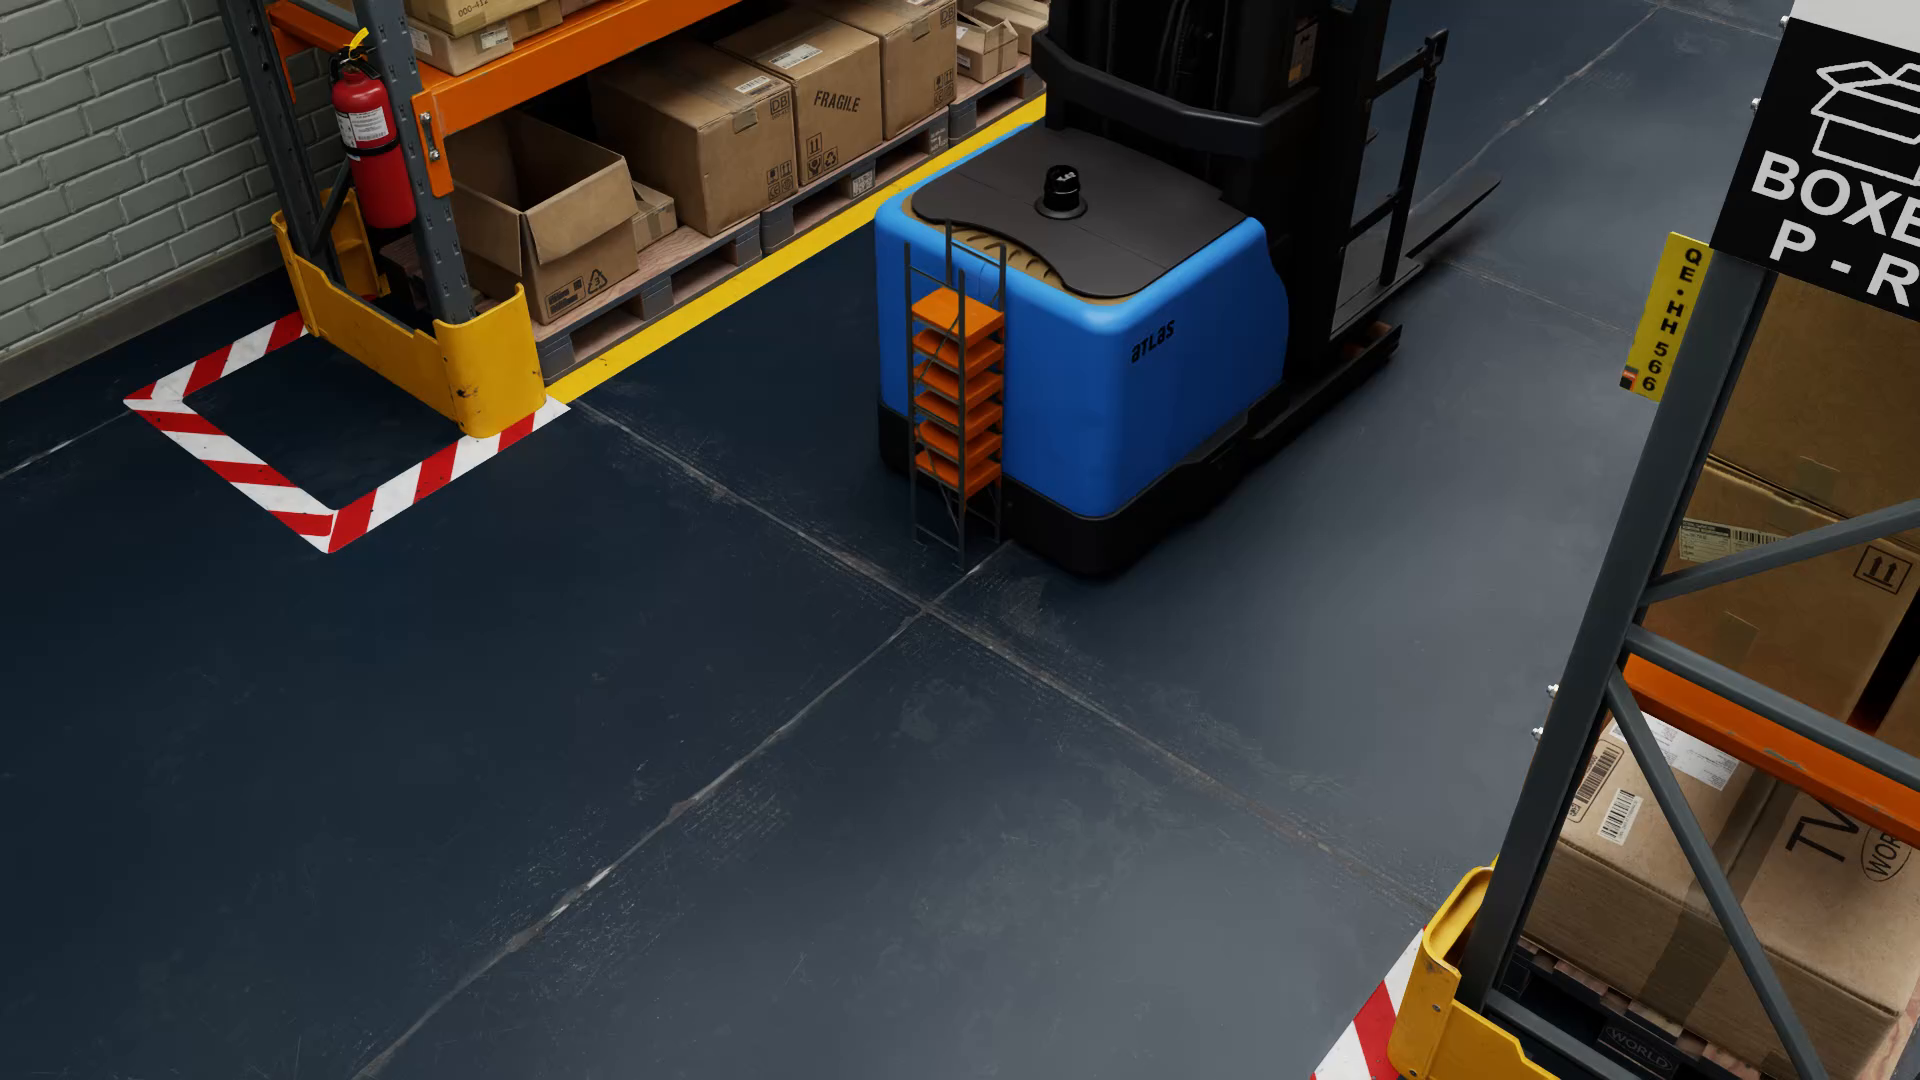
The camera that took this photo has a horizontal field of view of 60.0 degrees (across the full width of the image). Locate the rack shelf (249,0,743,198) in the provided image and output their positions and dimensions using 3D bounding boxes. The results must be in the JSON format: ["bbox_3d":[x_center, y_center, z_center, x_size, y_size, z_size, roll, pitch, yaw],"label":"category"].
[{"bbox_3d":[-0.867,-2.533,6.841,1.077,0.370,4.000,29,50,28],"label":"rack shelf"}]

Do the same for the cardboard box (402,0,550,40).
[{"bbox_3d":[-1.656,-1.941,5.545,0.500,0.250,0.500,30,50,29],"label":"cardboard box"}]

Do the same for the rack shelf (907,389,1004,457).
[{"bbox_3d":[-0.015,-0.403,5.367,0.258,0.103,0.180,31,51,30],"label":"rack shelf"}]

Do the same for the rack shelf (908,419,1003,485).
[{"bbox_3d":[-0.015,-0.314,5.448,0.258,0.103,0.180,31,51,30],"label":"rack shelf"}]

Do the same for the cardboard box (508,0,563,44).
[{"bbox_3d":[-1.604,-1.878,5.772,0.380,0.149,0.250,31,51,29],"label":"cardboard box"}]

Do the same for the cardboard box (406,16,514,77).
[{"bbox_3d":[-1.732,-1.727,5.606,0.380,0.149,0.250,29,50,28],"label":"cardboard box"}]

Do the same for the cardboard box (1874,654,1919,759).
[{"bbox_3d":[2.176,0.218,3.206,0.500,0.500,0.500,29,50,28],"label":"cardboard box"}]

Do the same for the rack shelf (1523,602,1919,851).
[{"bbox_3d":[2.935,-0.386,4.479,1.077,0.370,4.000,29,50,28],"label":"rack shelf"}]

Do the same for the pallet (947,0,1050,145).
[{"bbox_3d":[-0.022,-2.444,8.281,1.003,0.211,1.213,29,50,28],"label":"pallet"}]

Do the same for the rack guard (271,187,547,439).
[{"bbox_3d":[-2.105,-0.884,6.350,1.175,0.500,0.348,29,50,28],"label":"rack guard"}]

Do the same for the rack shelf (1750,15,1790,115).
[{"bbox_3d":[2.935,-1.496,3.470,1.077,0.370,4.000,29,50,28],"label":"rack shelf"}]

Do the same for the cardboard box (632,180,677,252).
[{"bbox_3d":[-1.385,-1.346,6.807,0.380,0.149,0.250,28,49,27],"label":"cardboard box"}]

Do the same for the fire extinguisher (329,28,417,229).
[{"bbox_3d":[-1.895,-1.327,5.314,0.296,0.674,0.183,29,50,28],"label":"fire extinguisher"}]

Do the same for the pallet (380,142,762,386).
[{"bbox_3d":[-1.593,-1.187,6.899,1.003,0.211,1.213,29,50,28],"label":"pallet"}]

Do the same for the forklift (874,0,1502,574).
[{"bbox_3d":[1.068,-1.880,5.639,1.130,2.935,3.031,31,51,30],"label":"forklift"}]

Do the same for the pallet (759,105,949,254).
[{"bbox_3d":[-0.807,-1.813,7.587,1.003,0.211,1.213,29,50,28],"label":"pallet"}]

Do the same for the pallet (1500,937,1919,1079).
[{"bbox_3d":[2.102,0.964,4.533,1.003,0.211,1.213,29,50,28],"label":"pallet"}]

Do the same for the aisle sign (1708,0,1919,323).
[{"bbox_3d":[1.364,-0.681,2.337,0.394,0.787,0.004,29,50,28],"label":"aisle sign"}]

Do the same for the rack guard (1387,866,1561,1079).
[{"bbox_3d":[1.632,1.315,3.932,1.175,0.500,0.348,29,50,28],"label":"rack guard"}]

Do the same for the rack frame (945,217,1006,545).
[{"bbox_3d":[0.047,-0.482,5.388,0.240,1.200,0.006,31,51,30],"label":"rack frame"}]

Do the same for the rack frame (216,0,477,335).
[{"bbox_3d":[-2.154,-1.769,5.466,1.000,3.000,0.127,29,50,28],"label":"rack frame"}]

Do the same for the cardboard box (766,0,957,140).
[{"bbox_3d":[-0.440,-2.232,7.520,0.700,0.500,0.500,28,49,27],"label":"cardboard box"}]

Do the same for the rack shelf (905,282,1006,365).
[{"bbox_3d":[-0.015,-0.669,5.125,0.258,0.103,0.180,31,51,30],"label":"rack shelf"}]

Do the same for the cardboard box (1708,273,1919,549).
[{"bbox_3d":[1.776,-0.380,3.121,0.500,0.500,0.500,31,51,30],"label":"cardboard box"}]

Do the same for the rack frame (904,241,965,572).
[{"bbox_3d":[-0.076,-0.390,5.287,0.240,1.200,0.006,31,51,30],"label":"rack frame"}]

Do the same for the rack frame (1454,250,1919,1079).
[{"bbox_3d":[1.648,0.378,3.105,1.000,3.000,0.127,29,50,28],"label":"rack frame"}]

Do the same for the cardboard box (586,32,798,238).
[{"bbox_3d":[-1.108,-1.697,6.933,0.700,0.500,0.500,32,51,30],"label":"cardboard box"}]

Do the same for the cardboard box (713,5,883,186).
[{"bbox_3d":[-0.691,-1.926,7.184,0.500,0.500,0.500,30,50,29],"label":"cardboard box"}]

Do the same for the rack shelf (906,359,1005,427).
[{"bbox_3d":[-0.015,-0.492,5.287,0.258,0.103,0.180,31,51,30],"label":"rack shelf"}]

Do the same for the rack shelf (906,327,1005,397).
[{"bbox_3d":[-0.015,-0.581,5.206,0.258,0.103,0.180,31,51,30],"label":"rack shelf"}]

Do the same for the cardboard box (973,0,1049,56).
[{"bbox_3d":[0.287,-2.515,8.094,0.380,0.149,0.250,28,49,27],"label":"cardboard box"}]

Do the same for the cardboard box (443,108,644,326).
[{"bbox_3d":[-1.688,-1.275,6.466,0.797,0.503,0.637,28,49,27],"label":"cardboard box"}]

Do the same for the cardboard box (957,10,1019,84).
[{"bbox_3d":[0.057,-2.375,7.852,0.396,0.266,0.258,31,51,30],"label":"cardboard box"}]

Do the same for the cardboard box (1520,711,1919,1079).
[{"bbox_3d":[1.996,0.787,4.247,0.875,0.438,0.875,28,49,27],"label":"cardboard box"}]

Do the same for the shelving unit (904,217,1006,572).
[{"bbox_3d":[-0.015,-0.436,5.338,0.258,1.200,0.189,31,51,30],"label":"shelving unit"}]

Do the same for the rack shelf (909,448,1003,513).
[{"bbox_3d":[-0.015,-0.225,5.529,0.258,0.103,0.180,31,51,30],"label":"rack shelf"}]

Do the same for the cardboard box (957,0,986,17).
[{"bbox_3d":[-0.186,-2.752,8.233,0.500,0.311,0.500,31,51,30],"label":"cardboard box"}]

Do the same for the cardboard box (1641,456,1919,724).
[{"bbox_3d":[1.755,-0.022,3.470,0.500,0.500,0.500,30,50,29],"label":"cardboard box"}]

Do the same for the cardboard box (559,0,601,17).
[{"bbox_3d":[-1.462,-2.028,5.938,0.380,0.149,0.250,29,50,28],"label":"cardboard box"}]

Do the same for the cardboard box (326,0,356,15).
[{"bbox_3d":[-2.146,-1.963,5.866,0.380,0.149,0.250,29,50,28],"label":"cardboard box"}]

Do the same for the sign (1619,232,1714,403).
[{"bbox_3d":[1.241,-0.380,2.902,0.100,0.325,0.005,29,50,28],"label":"sign"}]
